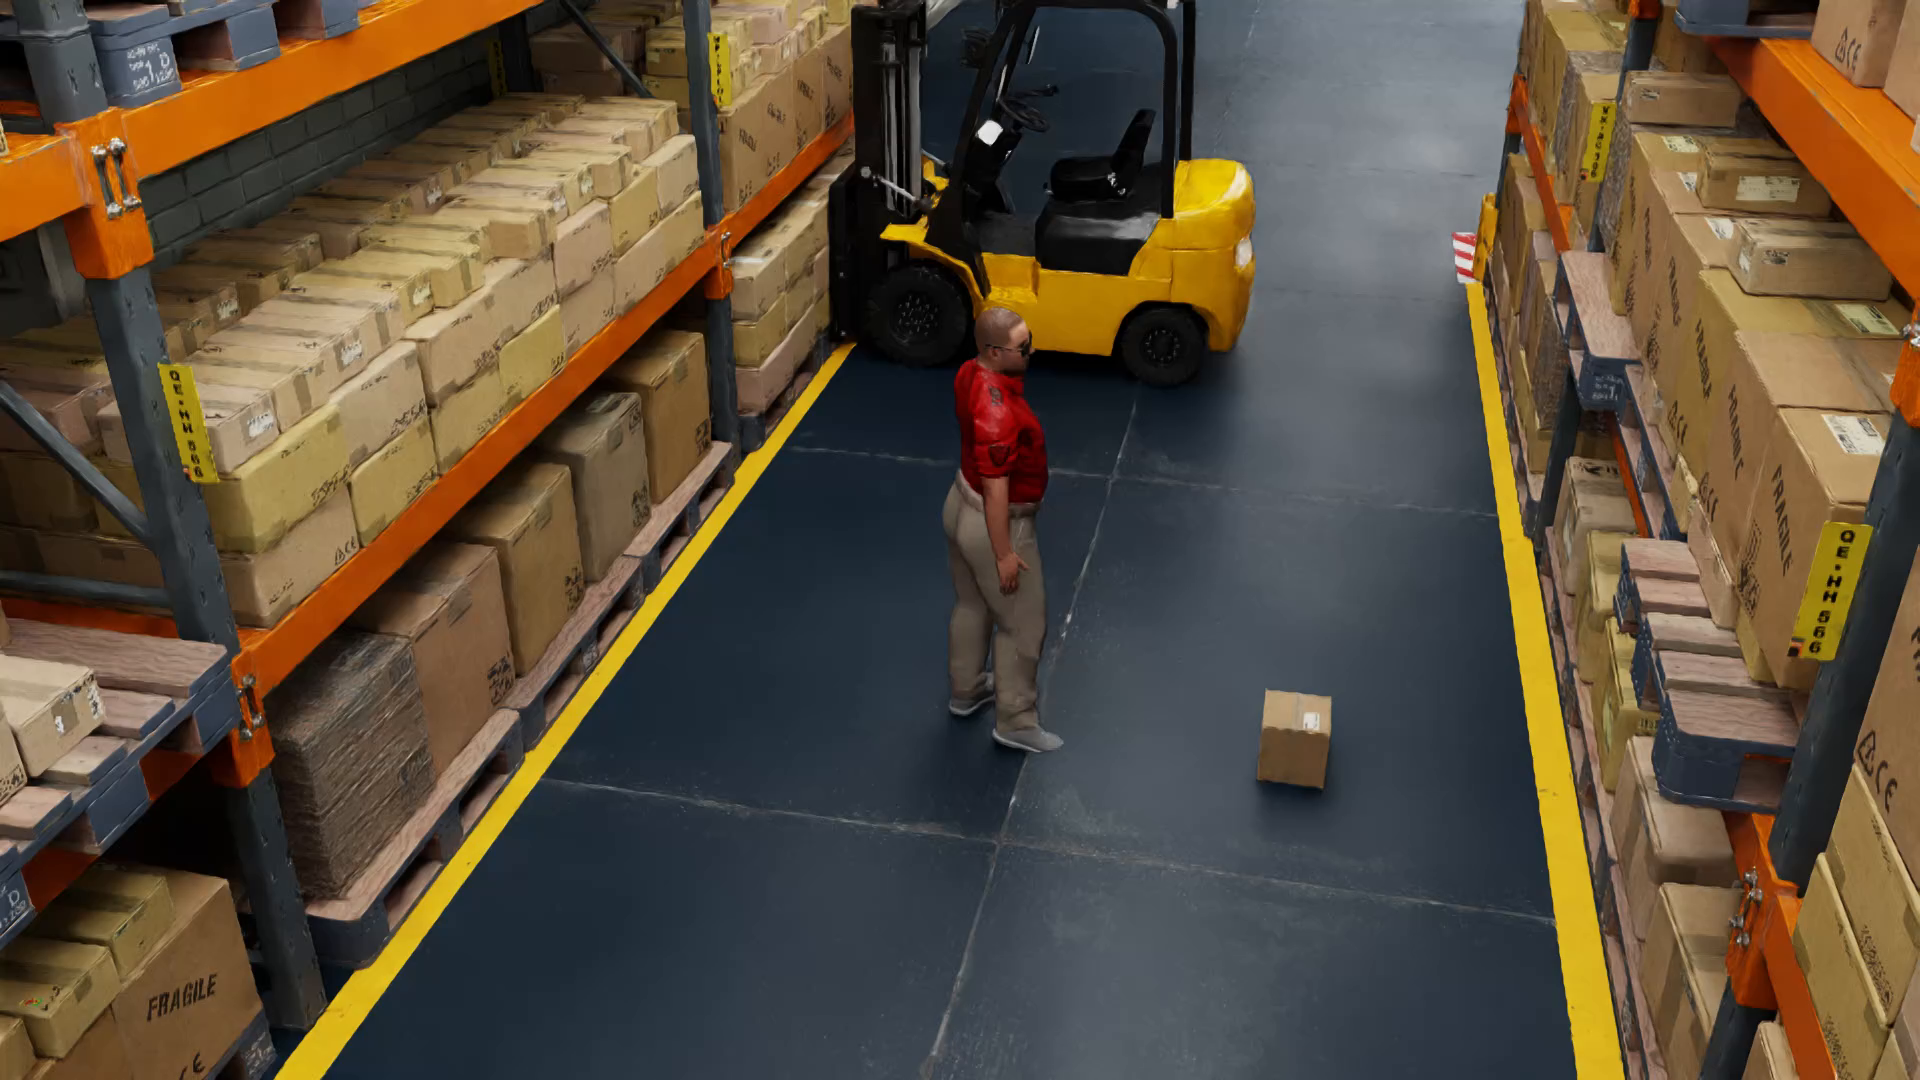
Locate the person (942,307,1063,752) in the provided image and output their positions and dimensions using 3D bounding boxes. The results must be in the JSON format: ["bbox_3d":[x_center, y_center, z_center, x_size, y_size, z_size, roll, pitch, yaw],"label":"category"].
[{"bbox_3d":[0.155,-0.037,6.262,0.419,1.798,0.606,-9,30,-16],"label":"person"}]
